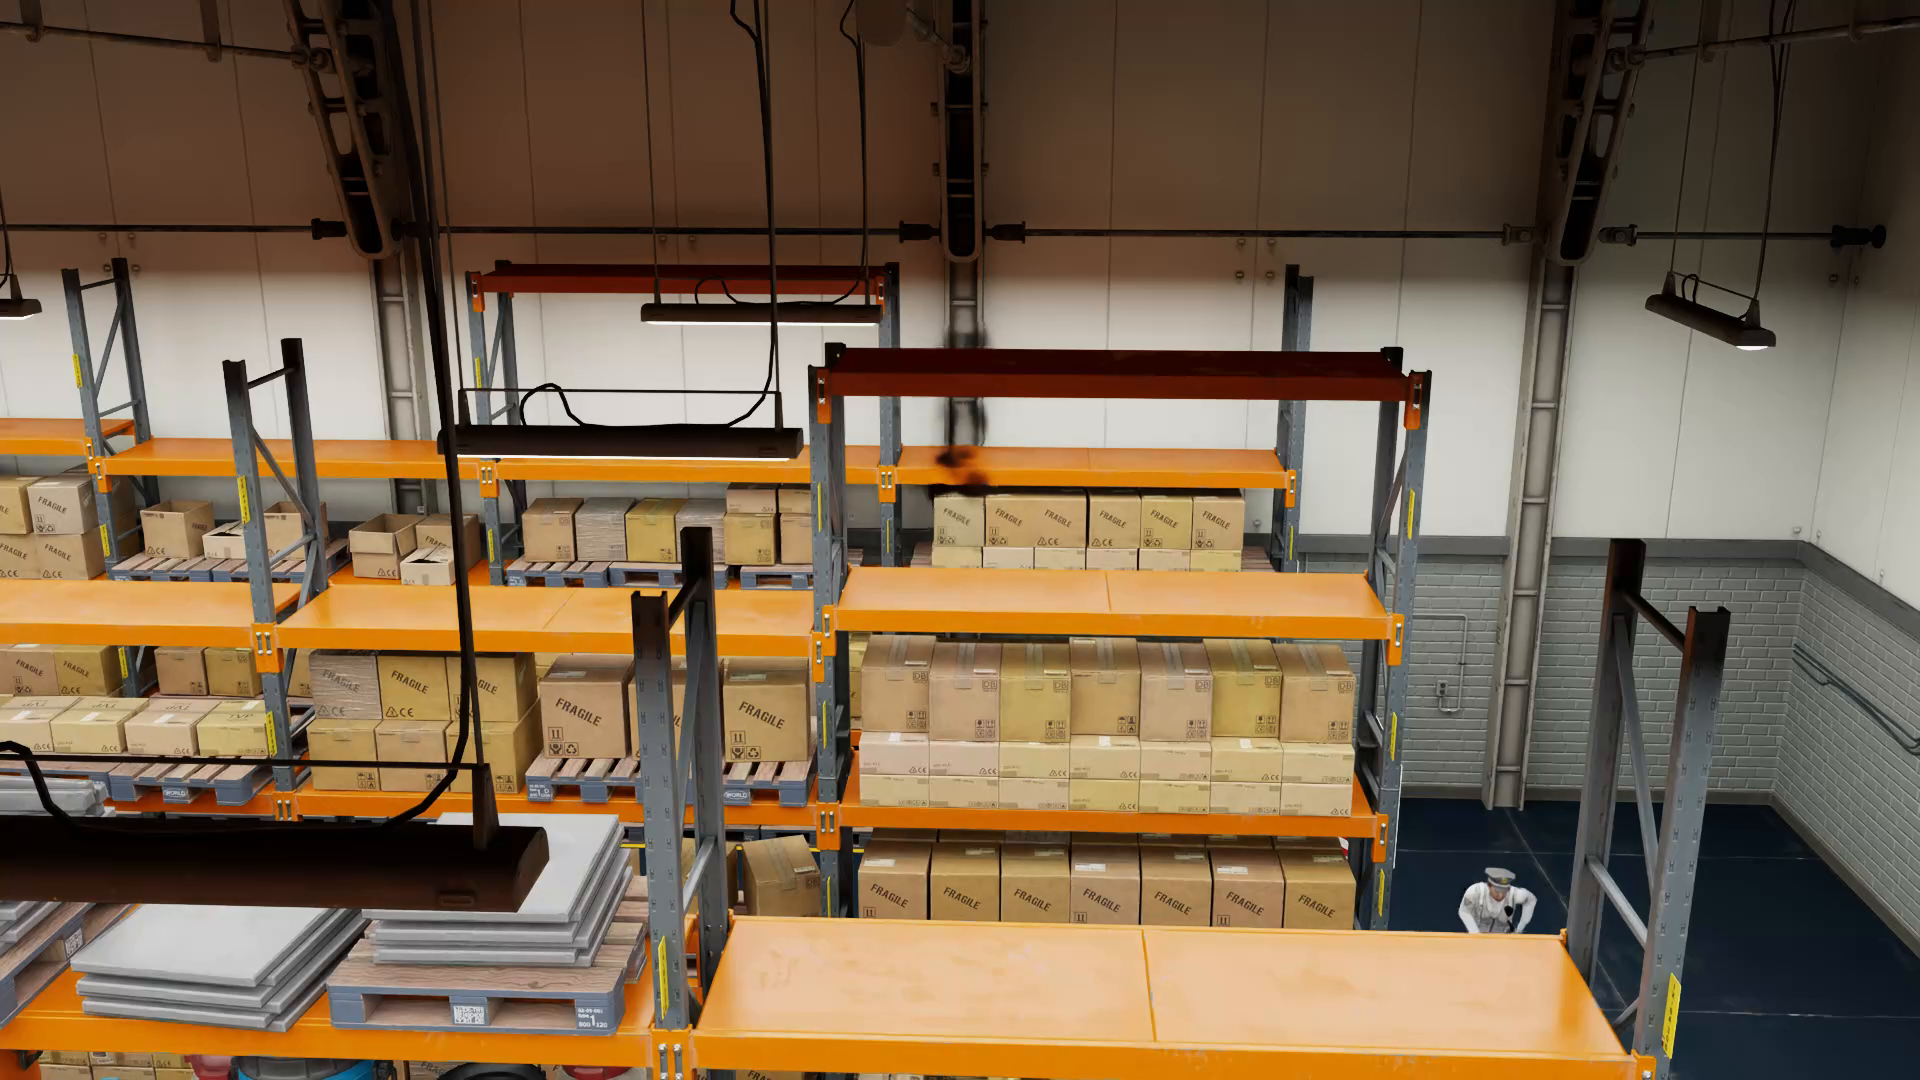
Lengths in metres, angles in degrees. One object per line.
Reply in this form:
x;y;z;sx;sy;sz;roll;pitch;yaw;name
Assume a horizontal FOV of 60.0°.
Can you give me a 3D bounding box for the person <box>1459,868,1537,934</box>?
4.590;3.400;14.278;0.637;1.490;0.778;4;17;12;person
